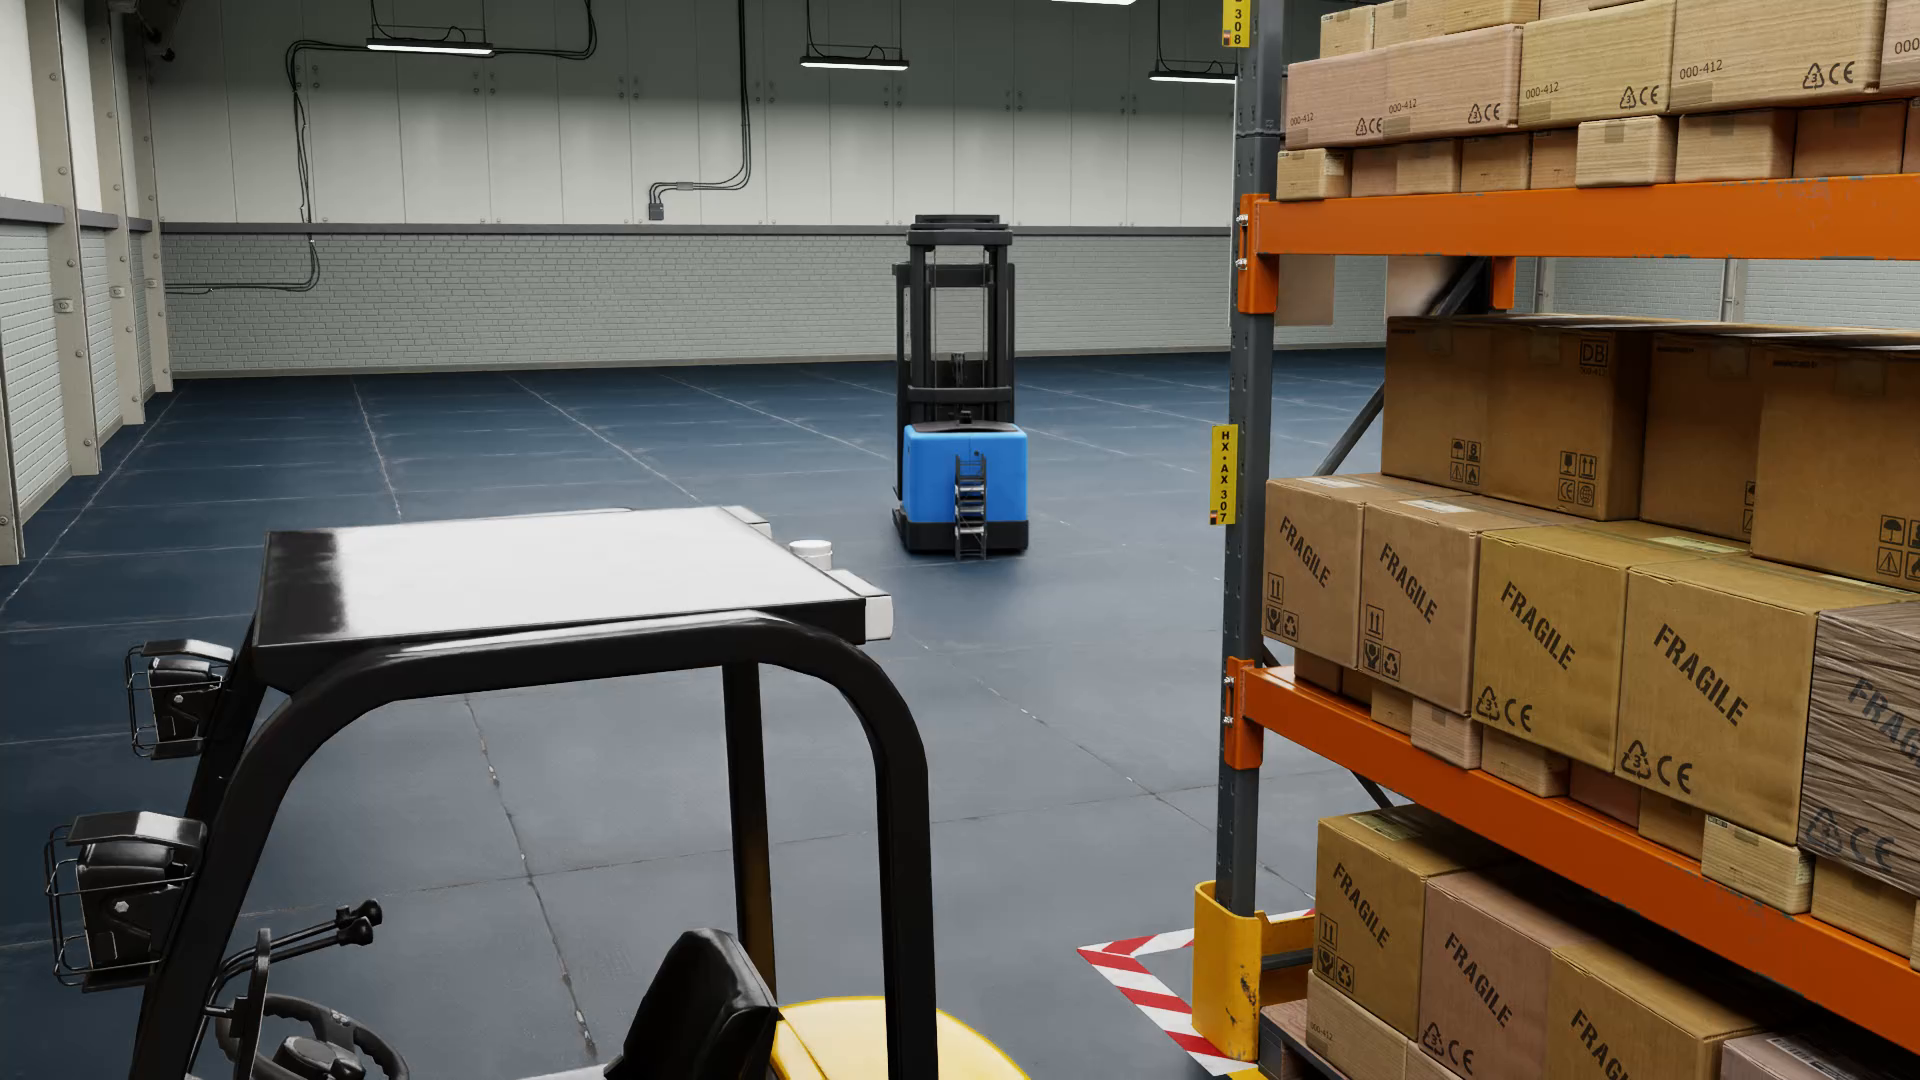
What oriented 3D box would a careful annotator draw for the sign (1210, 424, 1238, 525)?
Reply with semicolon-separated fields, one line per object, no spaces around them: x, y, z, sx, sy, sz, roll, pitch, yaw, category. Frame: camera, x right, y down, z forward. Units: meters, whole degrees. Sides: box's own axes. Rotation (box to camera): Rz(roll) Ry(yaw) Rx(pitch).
0.860;-0.212;5.402;0.100;0.325;0.005;-4;11;-21;sign

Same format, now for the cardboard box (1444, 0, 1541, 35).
1.465;-1.364;4.228;0.380;0.149;0.250;-4;11;-21;cardboard box

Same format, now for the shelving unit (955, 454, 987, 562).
0.093;-0.273;14.215;0.258;0.900;0.210;-1;10;-6;shelving unit

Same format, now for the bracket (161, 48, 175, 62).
-15.397;-9.433;32.307;0.235;0.232;0.430;-4;11;-21;bracket

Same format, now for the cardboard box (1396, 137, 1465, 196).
1.426;-1.016;4.546;0.380;0.149;0.250;-4;11;-19;cardboard box

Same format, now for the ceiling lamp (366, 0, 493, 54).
-8.891;-9.728;27.578;2.000;3.185;0.800;-4;11;-21;ceiling lamp

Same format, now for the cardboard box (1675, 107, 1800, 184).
1.788;-0.847;3.599;0.380;0.149;0.250;-4;11;-22;cardboard box

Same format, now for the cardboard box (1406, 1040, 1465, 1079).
1.578;1.560;4.566;0.500;0.250;0.500;-3;11;-19;cardboard box

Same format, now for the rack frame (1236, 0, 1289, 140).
1.366;-2.773;5.146;1.000;3.000;0.127;-4;11;-21;rack frame

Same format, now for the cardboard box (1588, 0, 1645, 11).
1.663;-1.282;3.766;0.380;0.149;0.250;-4;11;-19;cardboard box

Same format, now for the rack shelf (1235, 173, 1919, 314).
2.090;-0.616;3.637;1.077;0.370;4.000;-4;11;-21;rack shelf

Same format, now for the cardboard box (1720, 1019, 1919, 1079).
1.979;1.365;3.521;0.500;0.500;0.500;-3;11;-18;cardboard box

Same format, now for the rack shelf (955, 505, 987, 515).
0.093;-0.240;14.220;0.258;0.077;0.200;-1;10;-6;rack shelf

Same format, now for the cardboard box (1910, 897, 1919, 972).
2.043;0.758;3.141;0.380;0.149;0.250;-4;11;-22;cardboard box

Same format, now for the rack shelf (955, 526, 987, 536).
0.093;-0.063;14.252;0.258;0.077;0.200;-1;10;-6;rack shelf

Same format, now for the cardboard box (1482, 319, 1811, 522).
1.931;-0.355;4.691;0.700;0.500;0.500;-4;11;-20;cardboard box

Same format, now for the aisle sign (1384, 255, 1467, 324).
1.613;-1.128;5.604;0.394;0.787;0.004;-4;11;-21;aisle sign

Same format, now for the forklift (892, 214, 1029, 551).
-0.064;-1.556;15.627;1.130;2.935;3.031;-1;10;-6;forklift

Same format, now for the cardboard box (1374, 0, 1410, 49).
1.410;-1.454;4.737;0.380;0.149;0.250;-4;11;-21;cardboard box

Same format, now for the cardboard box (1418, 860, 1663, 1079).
1.603;1.196;4.471;0.500;0.500;0.500;-4;11;-23;cardboard box

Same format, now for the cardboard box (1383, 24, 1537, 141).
1.473;-1.187;4.374;0.500;0.250;0.500;-4;11;-22;cardboard box

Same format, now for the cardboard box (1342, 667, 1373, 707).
1.401;0.413;5.082;0.380;0.149;0.250;-4;11;-20;cardboard box

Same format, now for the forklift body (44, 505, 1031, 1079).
-0.872;1.107;2.883;2.313;2.155;1.214;-4;11;-21;forklift body

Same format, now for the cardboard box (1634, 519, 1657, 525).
1.996;0.138;4.776;0.500;0.500;0.500;-4;11;-21;cardboard box

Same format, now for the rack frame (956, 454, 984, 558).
0.083;-0.291;14.314;0.240;0.900;0.006;-1;10;-6;rack frame

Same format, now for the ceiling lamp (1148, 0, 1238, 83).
4.576;-10.645;32.733;2.000;3.185;0.800;-4;11;-21;ceiling lamp

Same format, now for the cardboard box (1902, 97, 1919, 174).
2.042;-0.769;3.159;0.380;0.149;0.250;-4;11;-20;cardboard box

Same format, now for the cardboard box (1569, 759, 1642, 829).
1.747;0.585;4.113;0.380;0.149;0.250;-4;11;-19;cardboard box

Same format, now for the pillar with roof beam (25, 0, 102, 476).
-6.357;-5.498;20.465;9.100;9.000;0.400;-4;11;-21;pillar with roof beam

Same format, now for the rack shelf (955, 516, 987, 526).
0.093;-0.151;14.236;0.258;0.077;0.200;-1;10;-6;rack shelf

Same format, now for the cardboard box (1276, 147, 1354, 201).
1.183;-1.098;5.011;0.380;0.149;0.250;-4;11;-21;cardboard box

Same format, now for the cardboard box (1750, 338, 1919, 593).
2.263;-0.188;3.753;0.700;0.500;0.500;-4;11;-21;cardboard box

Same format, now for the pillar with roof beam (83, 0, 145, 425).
-8.532;-6.478;25.970;9.100;9.000;0.548;-4;11;-21;pillar with roof beam

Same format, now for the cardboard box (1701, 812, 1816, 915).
1.851;0.675;3.609;0.380;0.149;0.250;-4;11;-20;cardboard box

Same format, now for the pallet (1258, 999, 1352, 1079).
1.655;1.700;5.088;1.003;0.211;1.213;-4;11;-21;pallet

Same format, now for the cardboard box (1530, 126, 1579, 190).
1.638;-0.934;4.086;0.380;0.149;0.250;-4;11;-23;cardboard box

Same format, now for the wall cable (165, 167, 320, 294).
-14.553;-6.220;33.387;3.097;2.526;0.112;-4;11;-21;wall cable

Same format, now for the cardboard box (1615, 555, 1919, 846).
1.847;0.329;3.698;0.500;0.500;0.500;-4;11;-22;cardboard box

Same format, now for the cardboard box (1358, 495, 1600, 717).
1.469;0.164;4.629;0.500;0.500;0.500;-4;11;-19;cardboard box

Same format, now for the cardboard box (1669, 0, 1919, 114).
1.851;-1.020;3.432;0.500;0.250;0.500;-4;11;-20;cardboard box

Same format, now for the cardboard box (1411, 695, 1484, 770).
1.470;0.506;4.560;0.380;0.149;0.250;-4;11;-20;cardboard box

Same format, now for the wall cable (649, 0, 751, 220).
-5.700;-10.023;36.190;2.305;6.003;0.169;-4;11;-21;wall cable

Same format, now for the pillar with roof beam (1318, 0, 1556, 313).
10.628;-8.910;39.643;9.100;9.000;0.548;-4;11;-21;pillar with roof beam

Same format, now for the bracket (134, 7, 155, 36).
-13.303;-8.490;27.007;0.076;0.066;4.783;-4;11;-21;bracket
